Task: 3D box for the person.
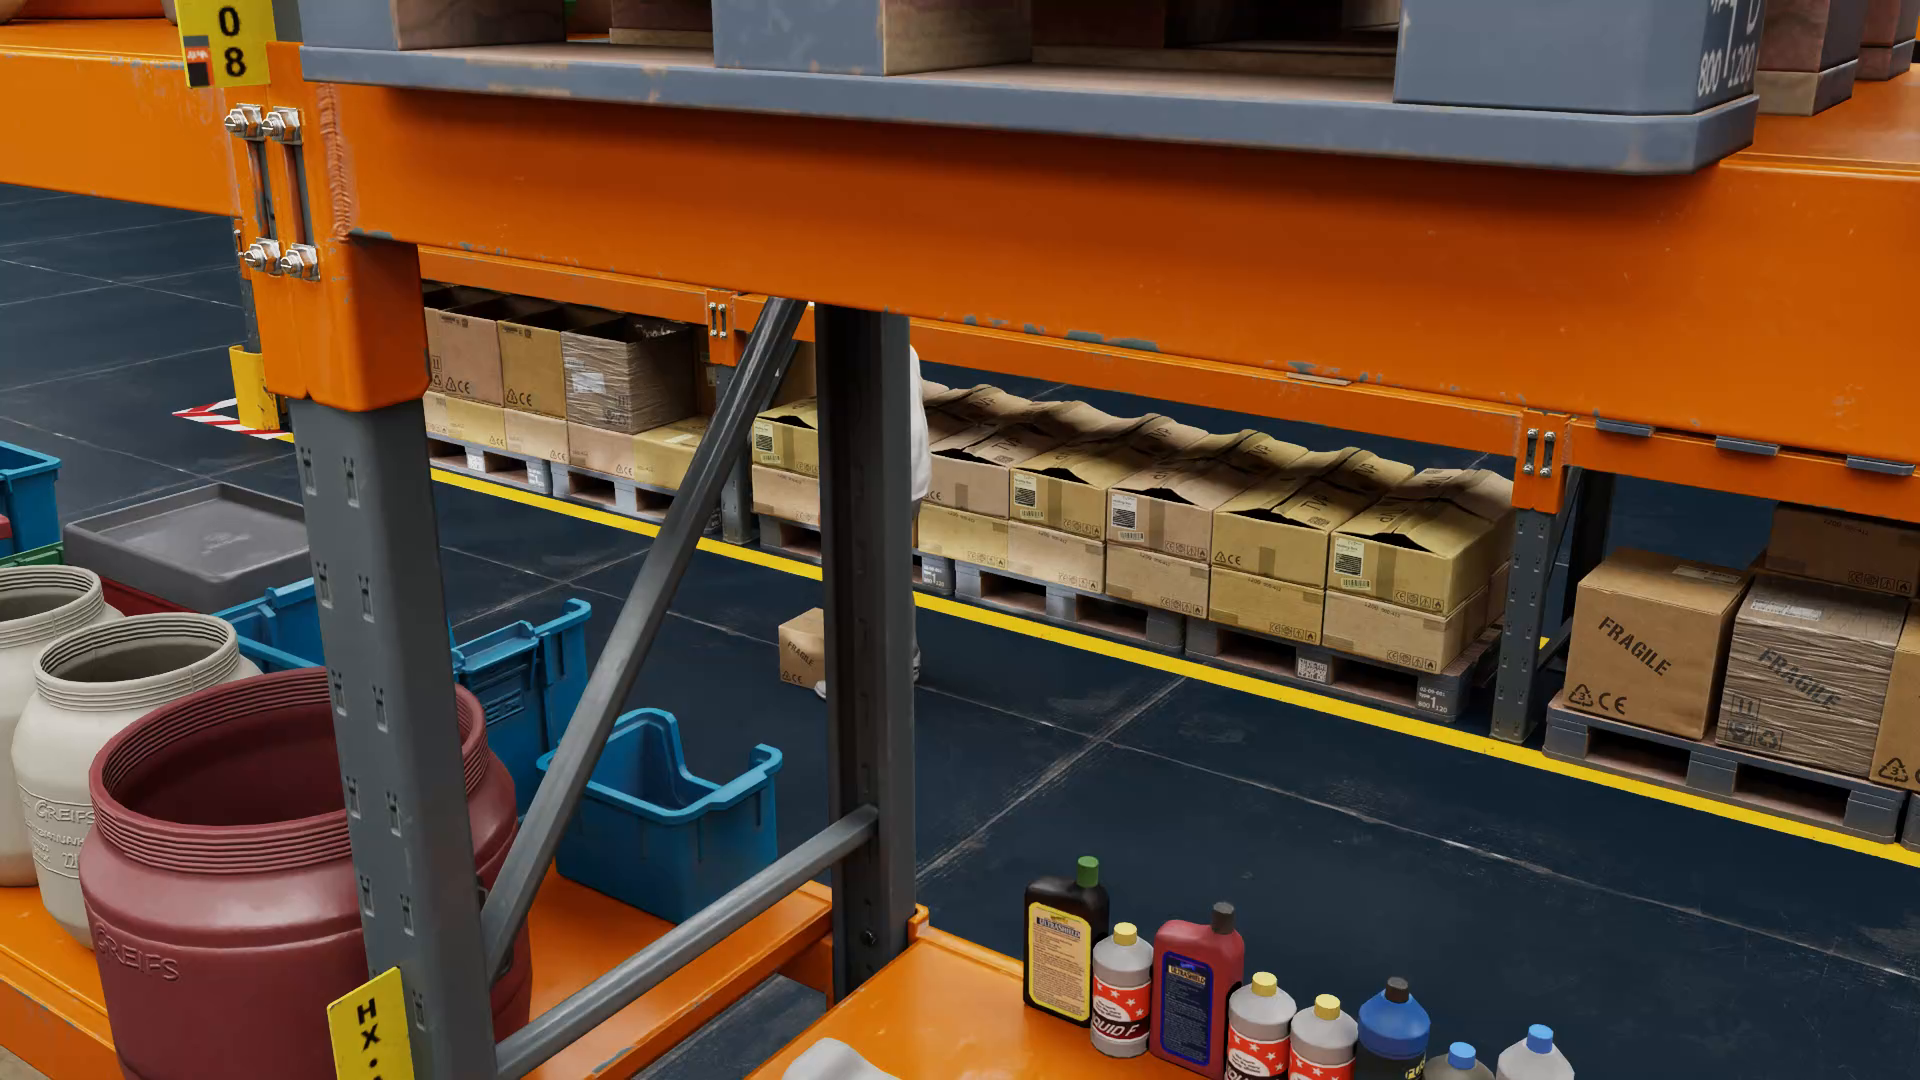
[{"bbox_3d":[-0.358,-0.207,6.612,0.462,1.770,0.579,12,23,31],"label":"person"}]
